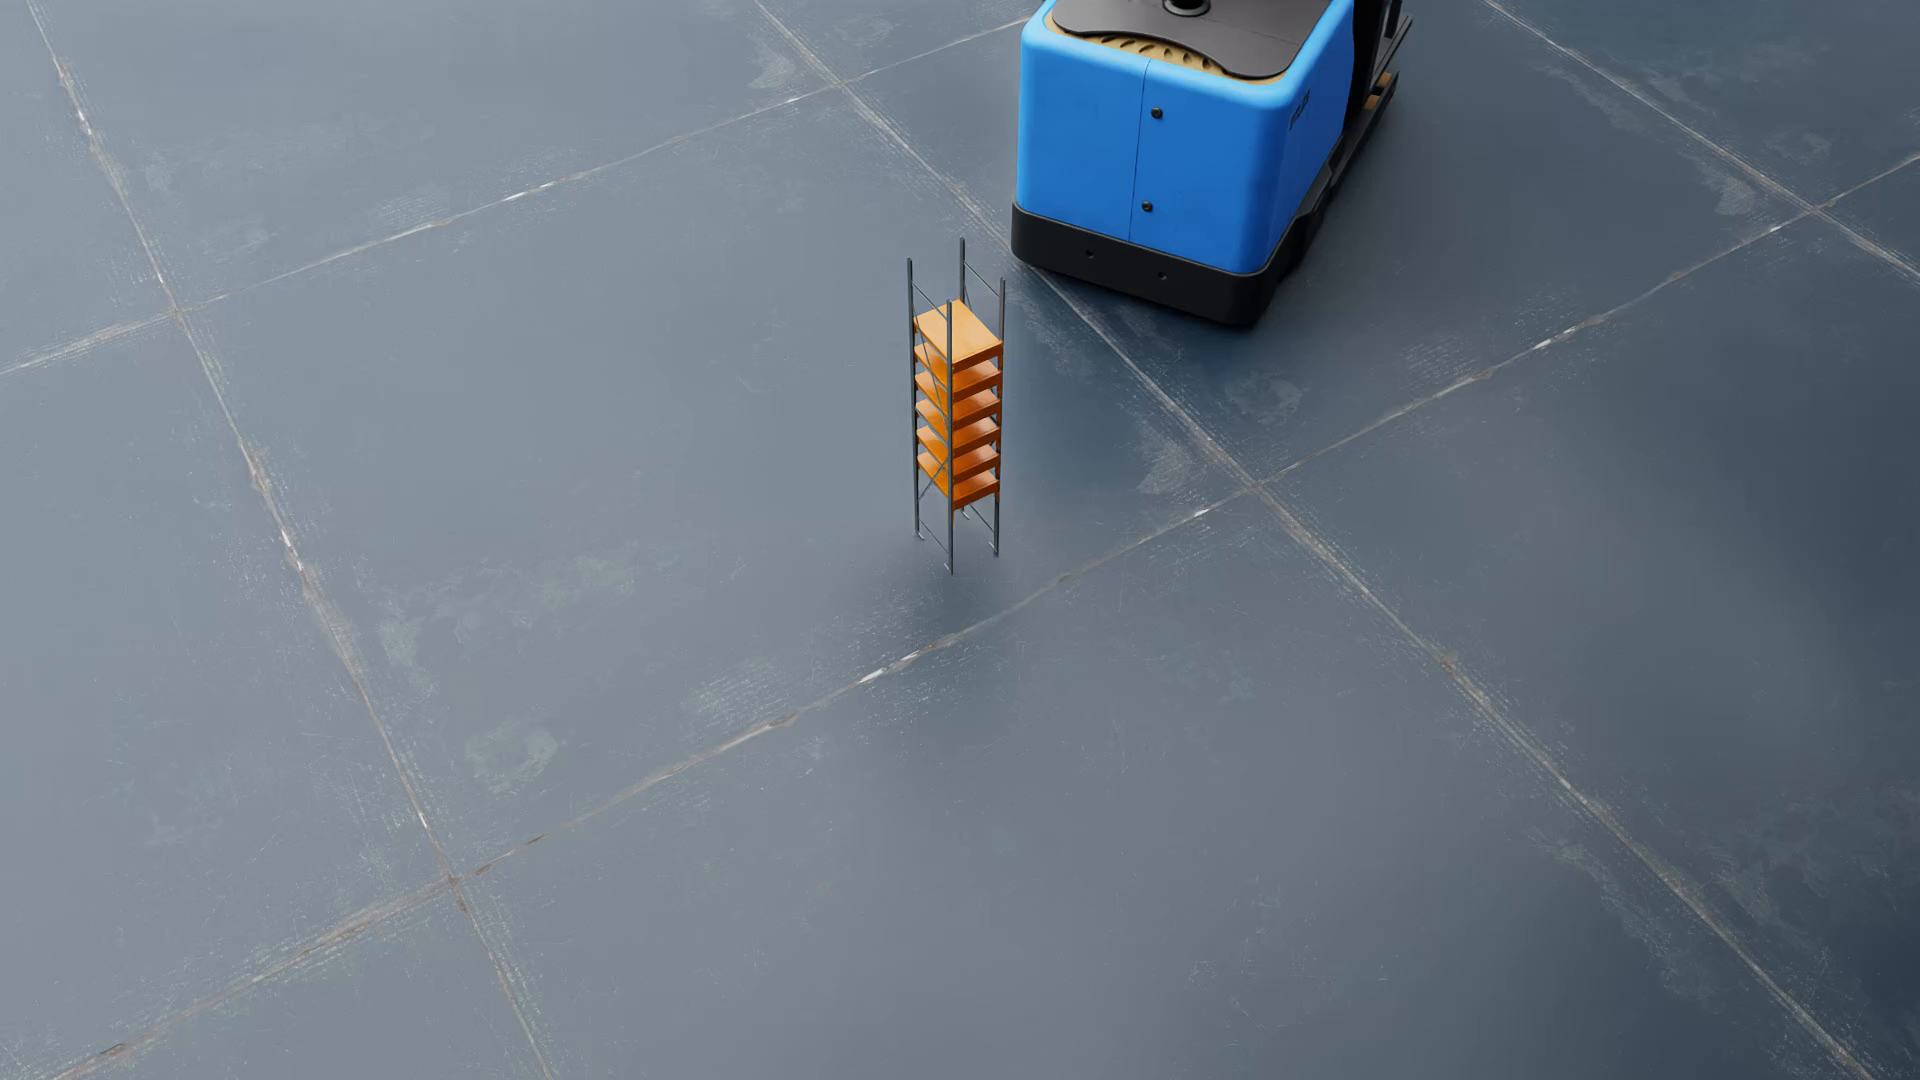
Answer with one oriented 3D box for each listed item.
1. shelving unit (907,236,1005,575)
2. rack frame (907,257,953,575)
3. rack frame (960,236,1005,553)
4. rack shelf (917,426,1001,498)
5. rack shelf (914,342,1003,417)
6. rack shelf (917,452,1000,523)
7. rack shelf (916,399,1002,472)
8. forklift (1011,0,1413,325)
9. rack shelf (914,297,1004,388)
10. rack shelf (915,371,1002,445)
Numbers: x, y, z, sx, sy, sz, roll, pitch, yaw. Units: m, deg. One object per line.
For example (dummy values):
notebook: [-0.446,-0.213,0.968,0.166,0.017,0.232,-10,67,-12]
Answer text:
shelving unit: [-0.012,-0.393,5.297,0.189,1.200,0.258,-25,53,-21]
rack frame: [-0.090,-0.357,5.264,0.006,1.200,0.240,-25,53,-21]
rack frame: [0.065,-0.430,5.329,0.006,1.200,0.240,-25,53,-21]
rack shelf: [-0.012,-0.284,5.420,0.180,0.103,0.258,-25,53,-21]
rack shelf: [-0.012,-0.523,5.151,0.180,0.103,0.258,-25,53,-21]
rack shelf: [-0.012,-0.204,5.509,0.180,0.103,0.258,-25,53,-21]
rack shelf: [-0.012,-0.364,5.330,0.180,0.103,0.258,-25,53,-21]
forklift: [1.307,-2.913,6.381,1.130,2.935,3.031,20,51,17]
rack shelf: [-0.012,-0.603,5.061,0.180,0.103,0.258,-25,53,-21]
rack shelf: [-0.012,-0.444,5.240,0.180,0.103,0.258,-25,53,-21]
